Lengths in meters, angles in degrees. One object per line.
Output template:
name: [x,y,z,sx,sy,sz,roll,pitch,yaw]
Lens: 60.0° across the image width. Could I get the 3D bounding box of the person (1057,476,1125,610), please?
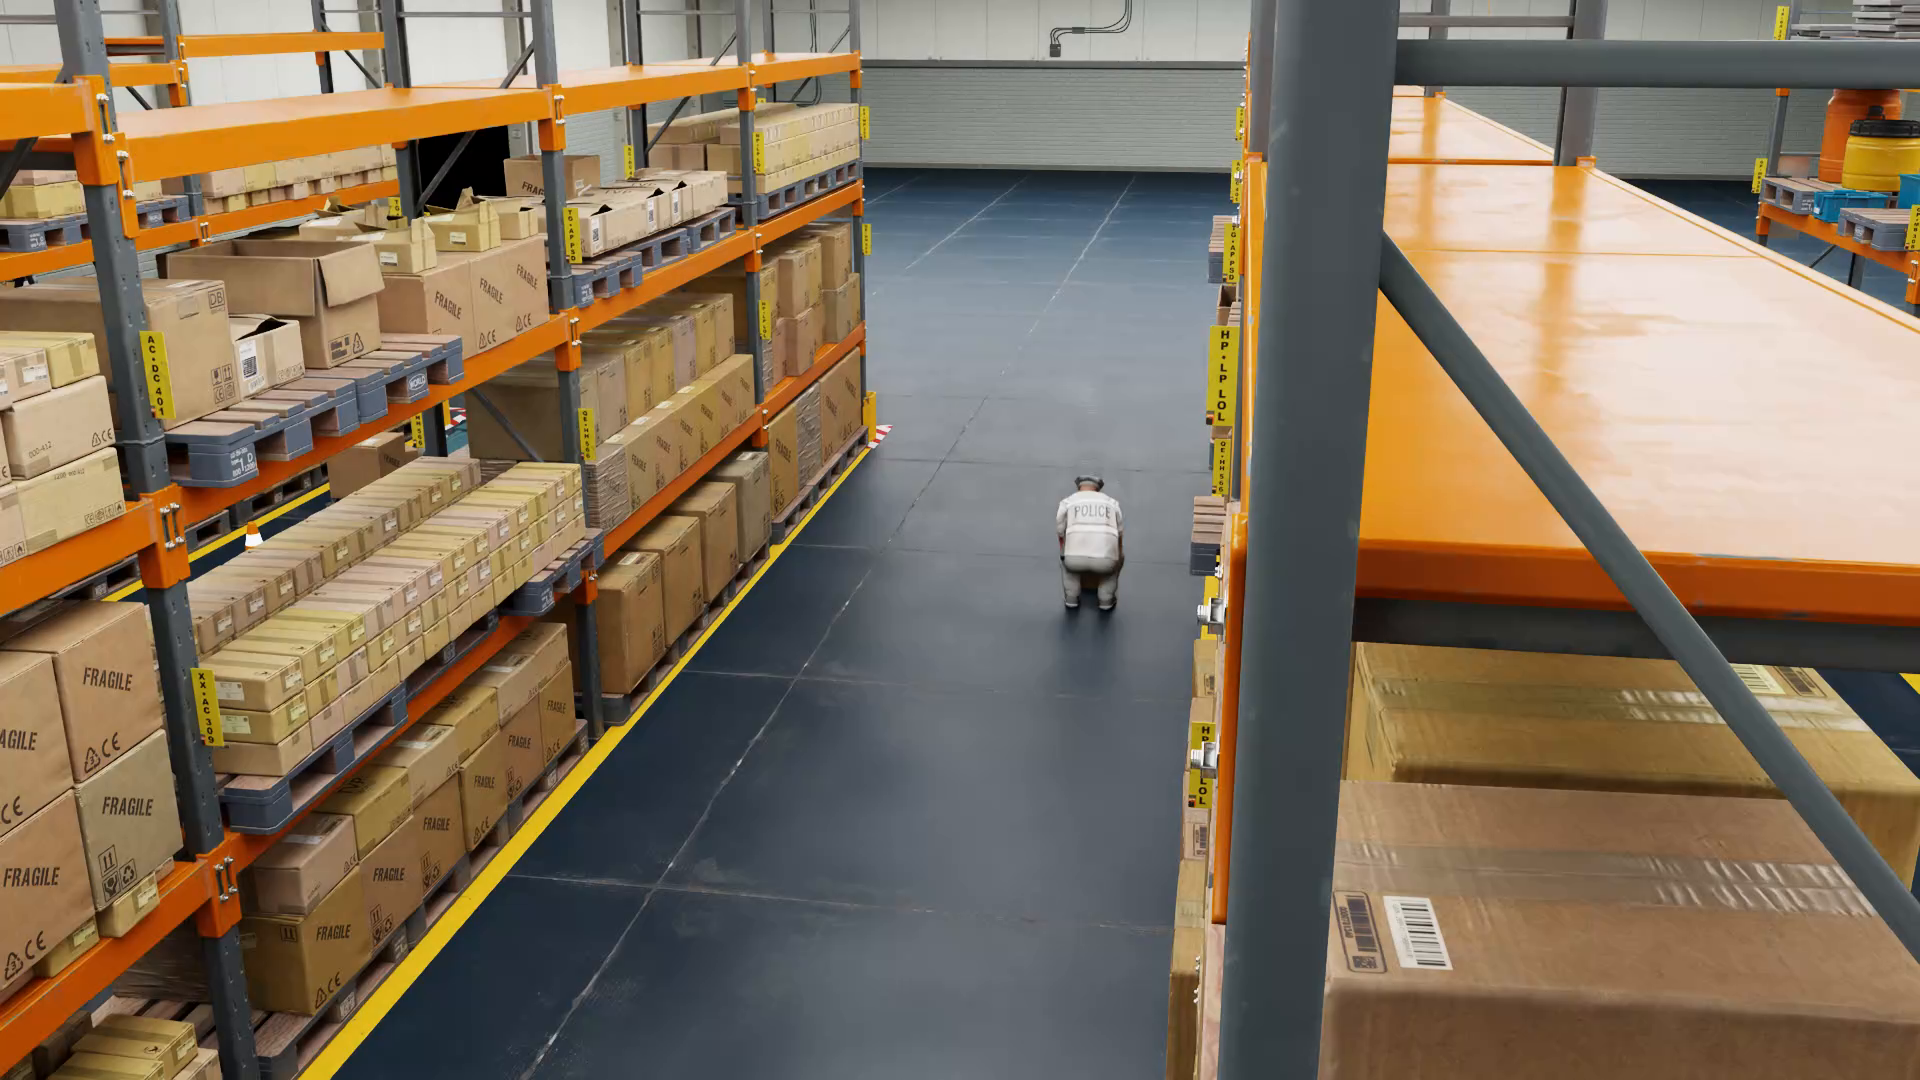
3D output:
person: [1.040,0.021,13.315,0.563,0.942,0.954,3,18,9]
